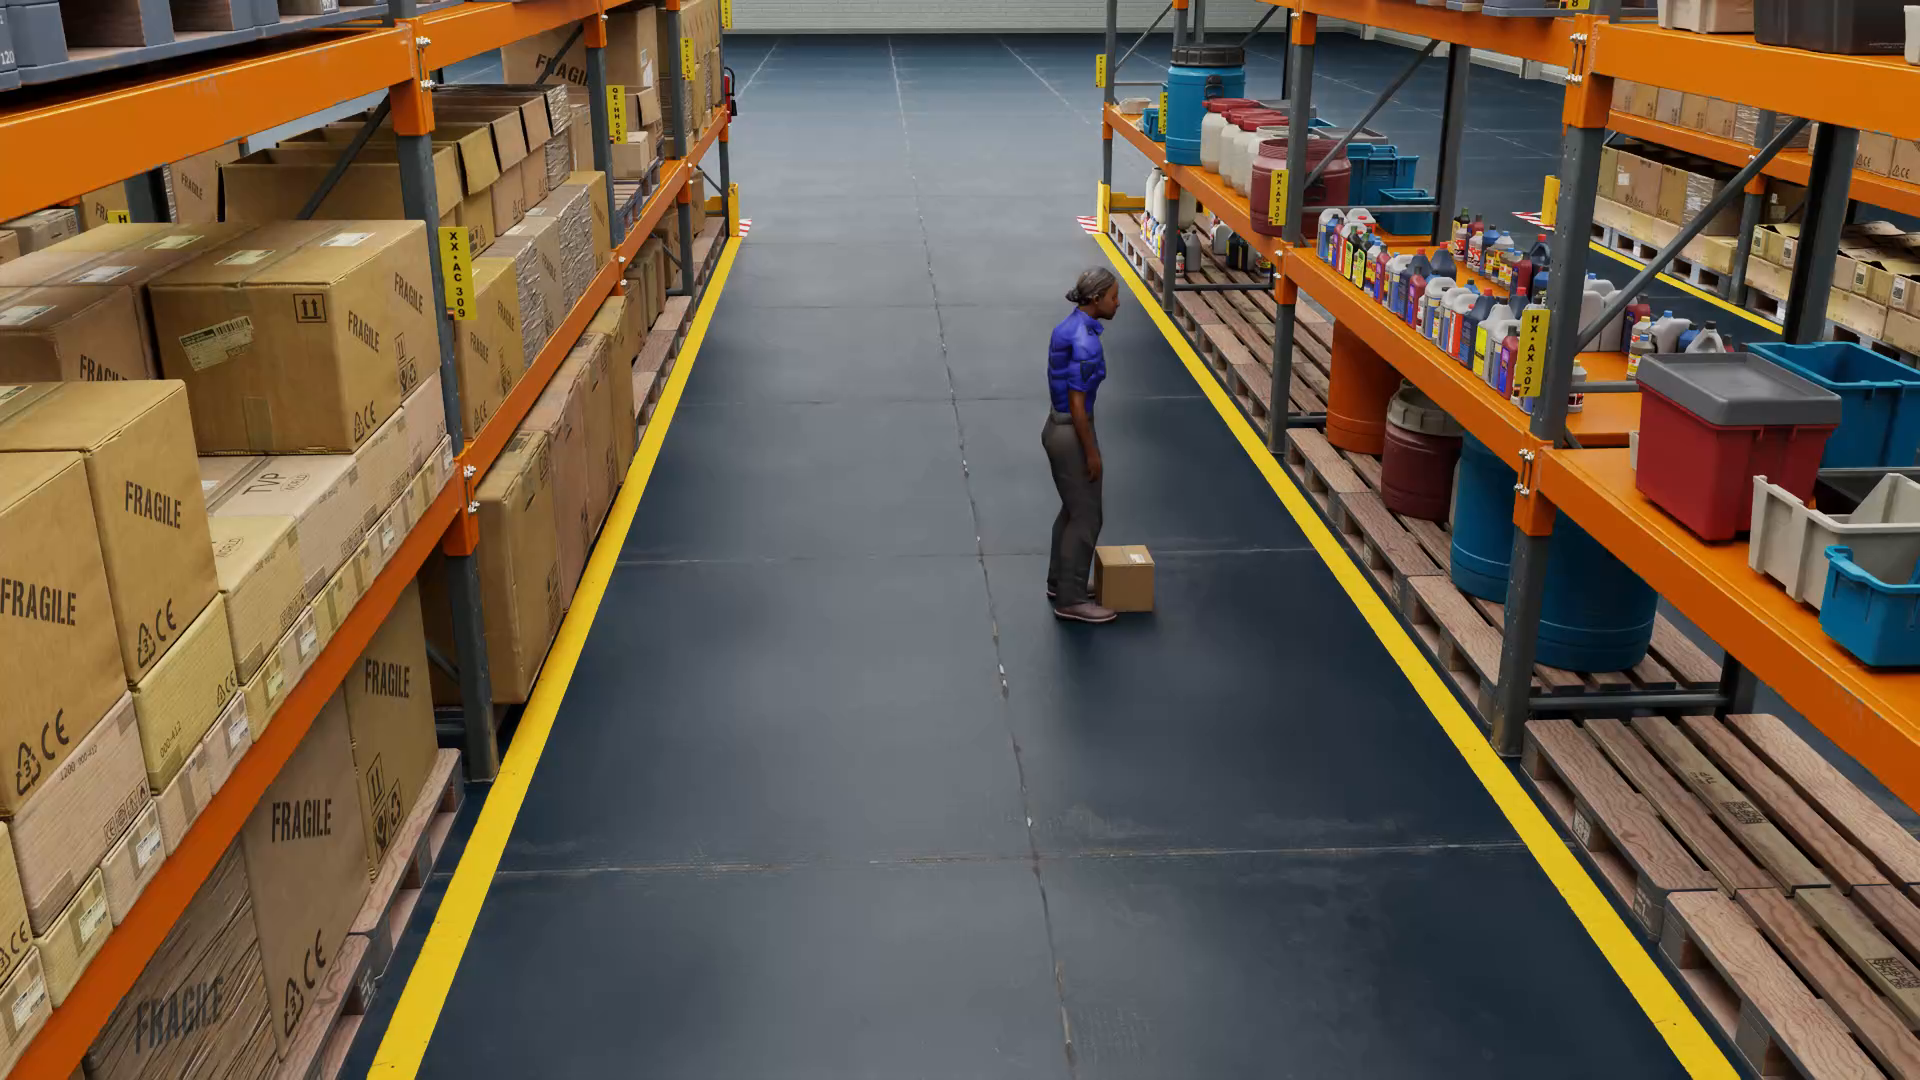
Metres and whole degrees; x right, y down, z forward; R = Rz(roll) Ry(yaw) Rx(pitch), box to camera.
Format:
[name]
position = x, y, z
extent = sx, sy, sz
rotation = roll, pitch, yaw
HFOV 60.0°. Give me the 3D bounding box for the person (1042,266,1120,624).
[person]
position = 0.563, -0.460, 7.813
extent = 0.346, 1.655, 0.506
rotation = -1, 21, -3
